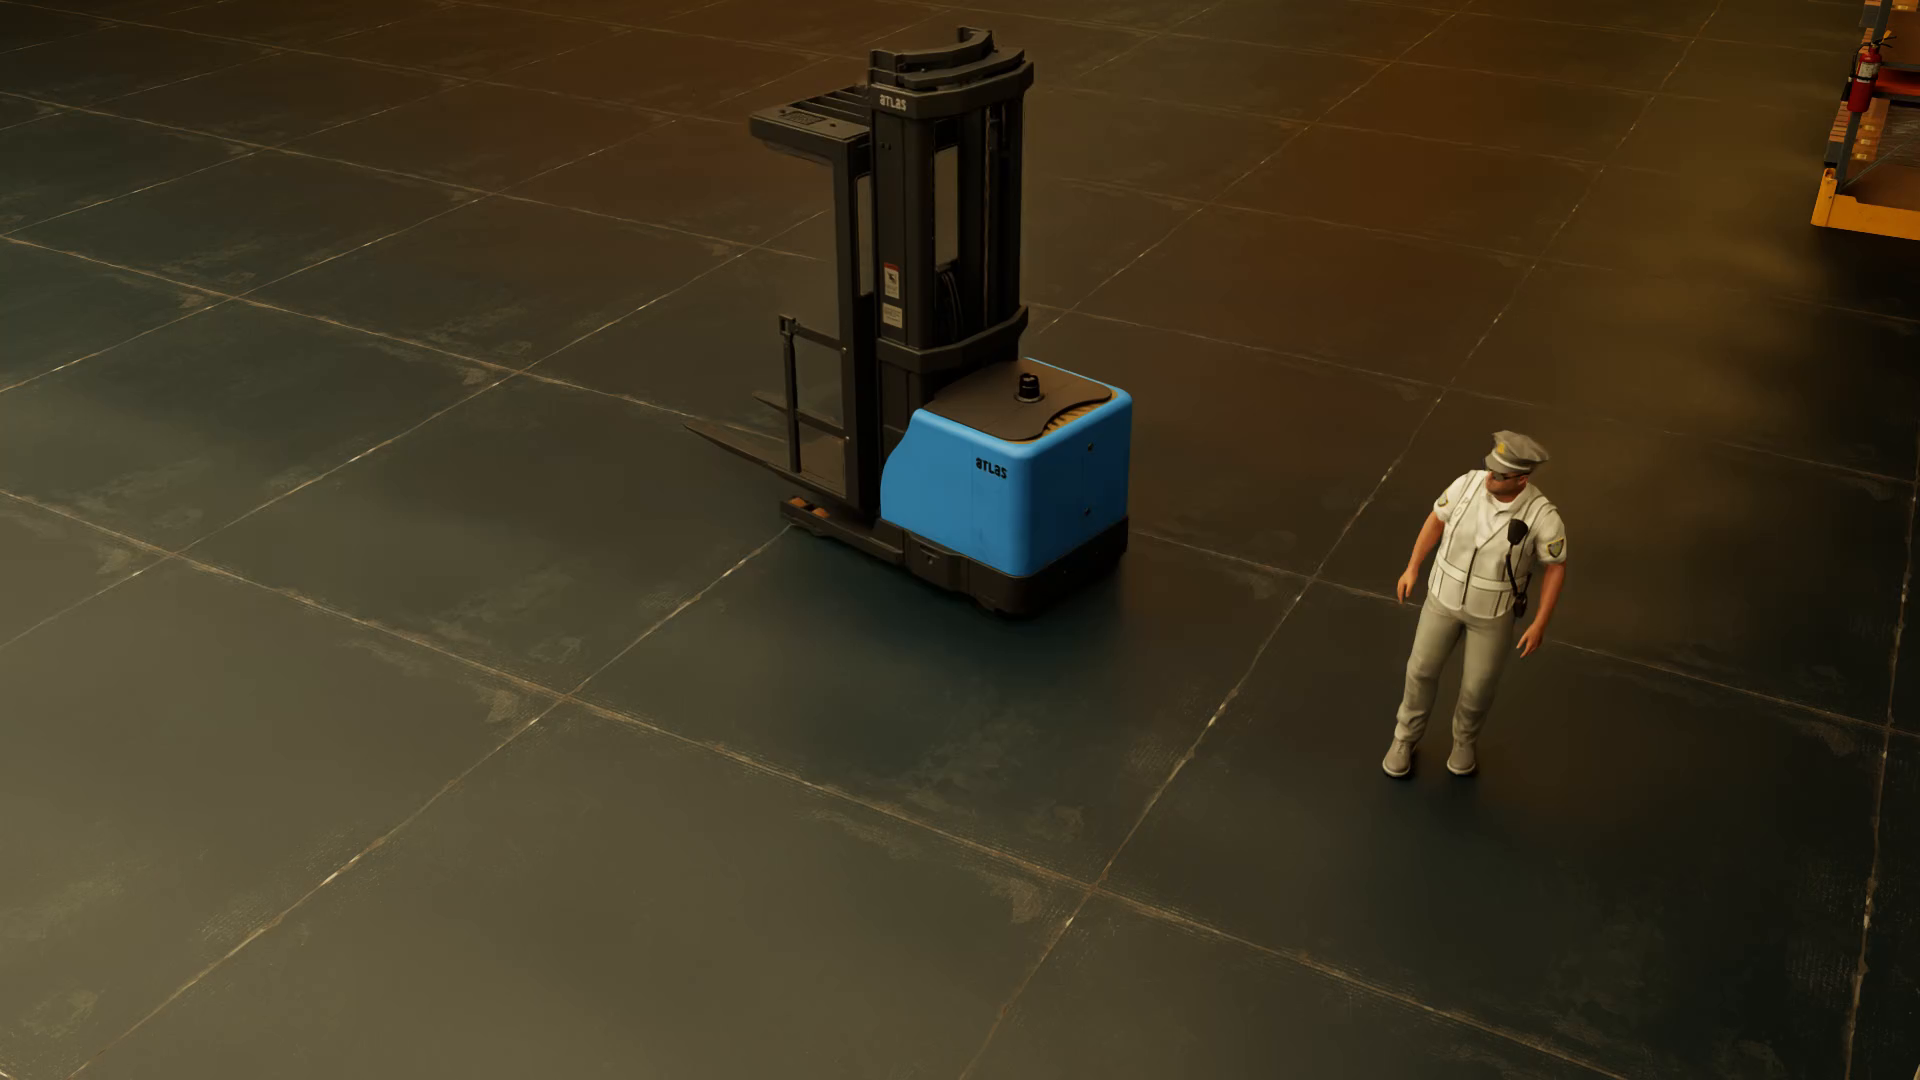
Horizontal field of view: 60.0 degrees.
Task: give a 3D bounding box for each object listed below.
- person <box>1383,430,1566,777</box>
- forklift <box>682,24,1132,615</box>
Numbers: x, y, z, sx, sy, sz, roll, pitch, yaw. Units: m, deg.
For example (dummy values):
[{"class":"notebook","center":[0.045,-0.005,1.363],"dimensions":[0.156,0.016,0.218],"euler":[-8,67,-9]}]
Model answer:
[{"class":"person","center":[2.359,0.317,7.693],"dimensions":[0.720,1.759,0.541],"euler":[17,34,27]},{"class":"forklift","center":[-0.462,-1.469,9.616],"dimensions":[3.031,2.935,1.130],"euler":[24,37,35]}]
